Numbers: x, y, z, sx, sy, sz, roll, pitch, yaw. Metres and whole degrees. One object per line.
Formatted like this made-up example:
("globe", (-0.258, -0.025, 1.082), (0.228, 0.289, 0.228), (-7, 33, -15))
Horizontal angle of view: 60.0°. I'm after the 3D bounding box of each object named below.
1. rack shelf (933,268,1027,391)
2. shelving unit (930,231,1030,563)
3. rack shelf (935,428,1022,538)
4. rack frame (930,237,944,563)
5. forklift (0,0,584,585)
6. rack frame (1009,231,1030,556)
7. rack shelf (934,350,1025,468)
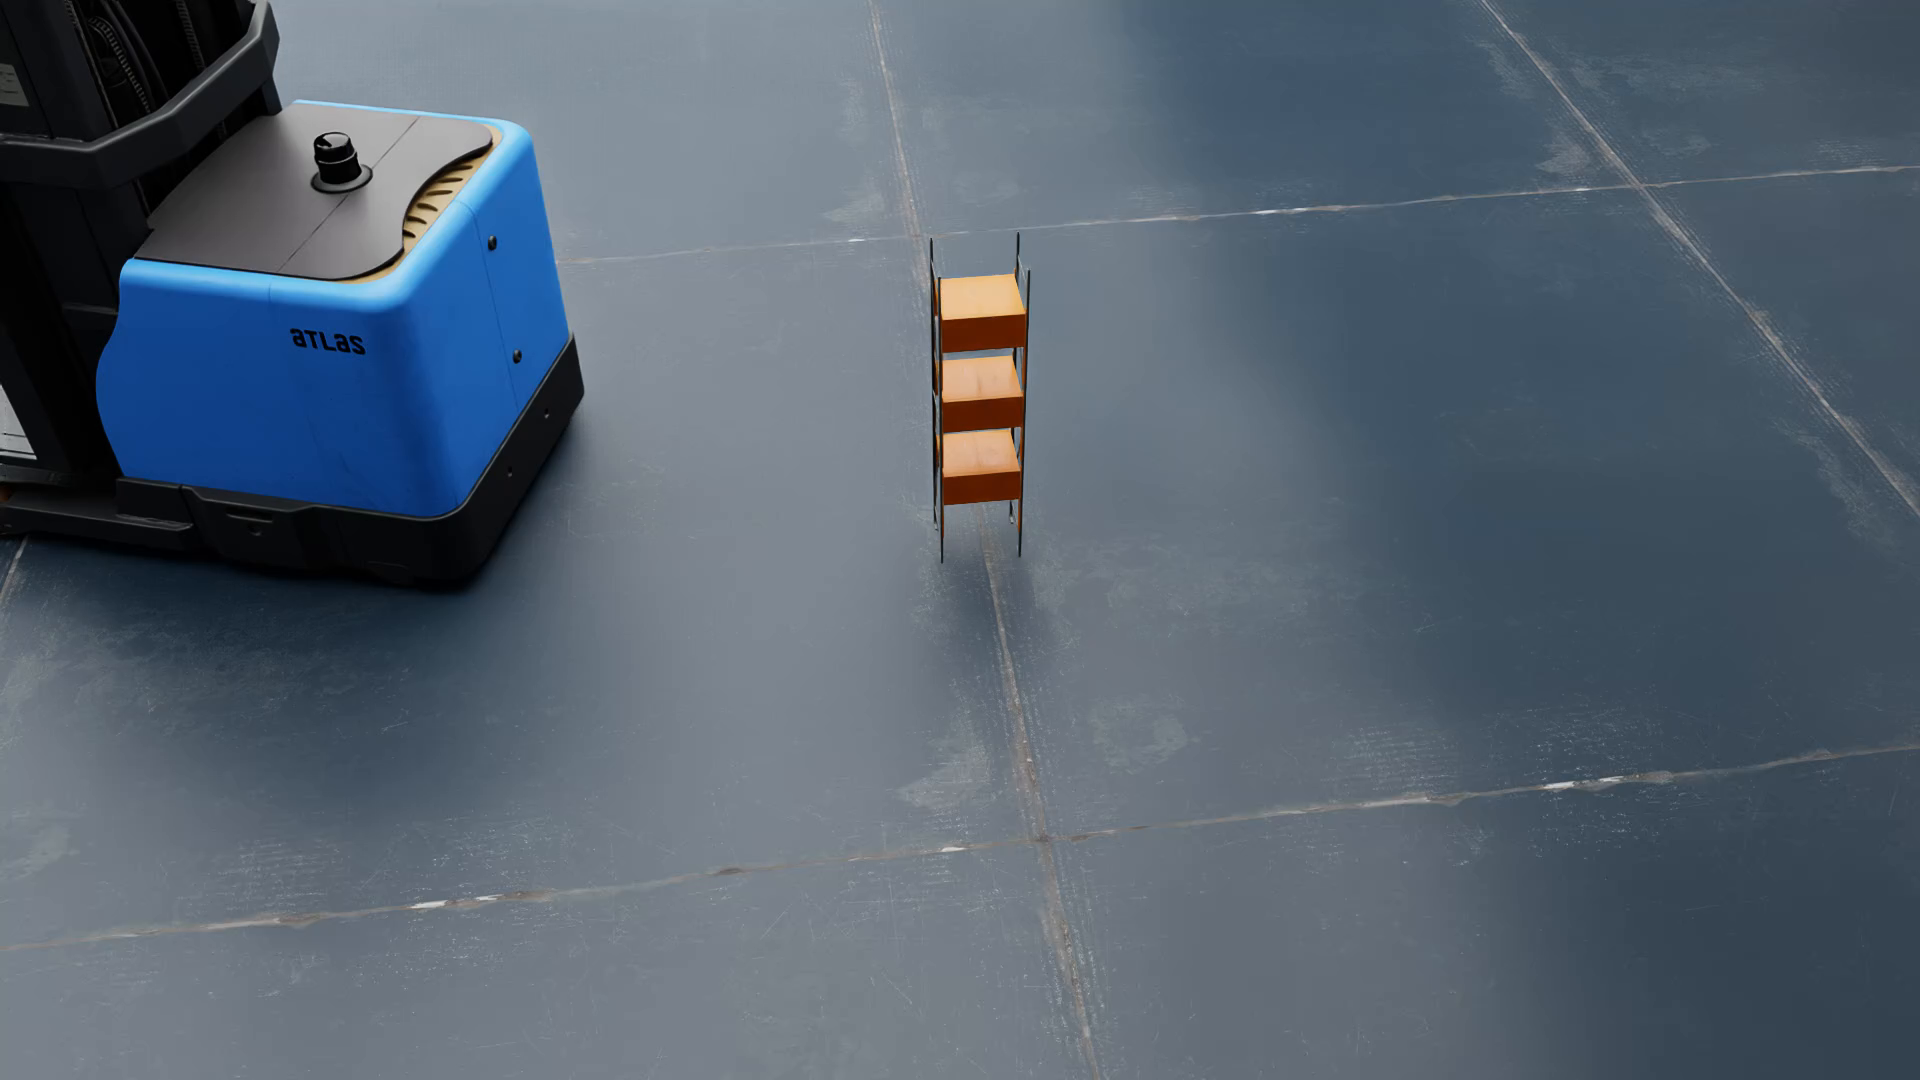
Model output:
("rack shelf", (0.053, -0.597, 4.721), (0.240, 0.259, 0.215), (-5, 42, -6))
("shelving unit", (0.053, -0.394, 4.904), (0.252, 1.050, 0.215), (-5, 42, -6))
("rack shelf", (0.053, -0.180, 5.097), (0.240, 0.259, 0.215), (-5, 42, -6))
("rack frame", (-0.068, -0.384, 4.892), (0.008, 1.050, 0.200), (-5, 42, -6))
("forklift", (-2.857, -1.444, 4.662), (3.031, 2.935, 1.130), (8, 43, 8))
("rack frame", (0.174, -0.405, 4.915), (0.008, 1.050, 0.200), (-5, 42, -6))
("rack shelf", (0.053, -0.387, 4.911), (0.240, 0.259, 0.215), (-5, 42, -6))
